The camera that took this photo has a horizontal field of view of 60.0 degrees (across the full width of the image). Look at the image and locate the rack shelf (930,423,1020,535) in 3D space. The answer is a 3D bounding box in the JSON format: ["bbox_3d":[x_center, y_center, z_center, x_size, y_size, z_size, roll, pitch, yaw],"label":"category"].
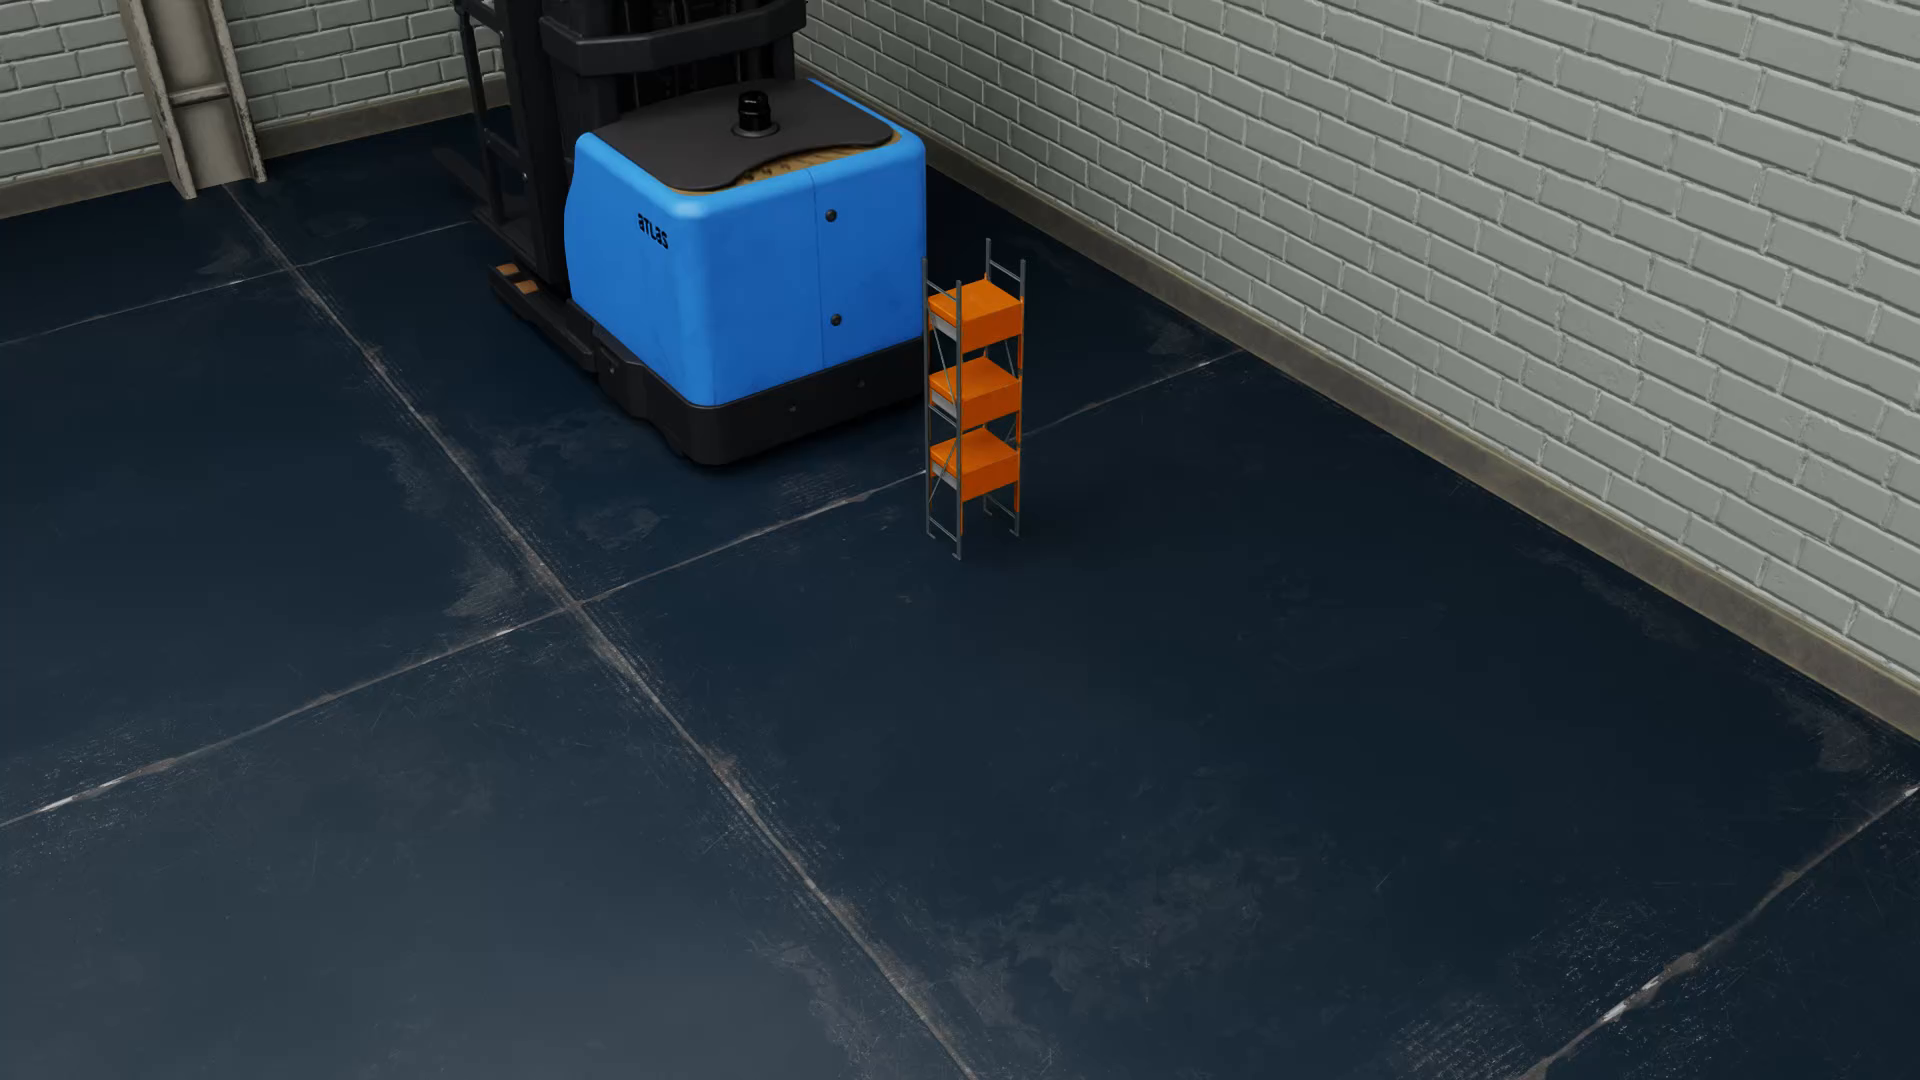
[{"bbox_3d":[0.044,-0.210,5.637,0.240,0.259,0.215,-22,41,-28],"label":"rack shelf"}]

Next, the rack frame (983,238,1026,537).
[{"bbox_3d":[0.143,-0.485,5.526,0.008,1.050,0.200,-22,41,-28],"label":"rack frame"}]

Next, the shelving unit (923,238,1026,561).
[{"bbox_3d":[0.044,-0.444,5.468,0.252,1.050,0.215,-22,41,-28],"label":"shelving unit"}]

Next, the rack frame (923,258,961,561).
[{"bbox_3d":[-0.056,-0.403,5.411,0.008,1.050,0.200,-22,41,-28],"label":"rack frame"}]

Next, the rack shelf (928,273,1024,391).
[{"bbox_3d":[0.044,-0.666,5.309,0.240,0.259,0.215,-22,41,-28],"label":"rack shelf"}]

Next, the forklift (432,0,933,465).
[{"bbox_3d":[-1.375,-2.272,6.399,1.130,2.935,3.031,-23,42,-28],"label":"forklift"}]

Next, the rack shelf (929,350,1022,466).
[{"bbox_3d":[0.044,-0.436,5.475,0.240,0.259,0.215,-22,41,-28],"label":"rack shelf"}]

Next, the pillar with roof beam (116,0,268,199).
[{"bbox_3d":[-1.190,-3.384,2.748,0.400,9.000,9.100,-22,41,-28],"label":"pillar with roof beam"}]
